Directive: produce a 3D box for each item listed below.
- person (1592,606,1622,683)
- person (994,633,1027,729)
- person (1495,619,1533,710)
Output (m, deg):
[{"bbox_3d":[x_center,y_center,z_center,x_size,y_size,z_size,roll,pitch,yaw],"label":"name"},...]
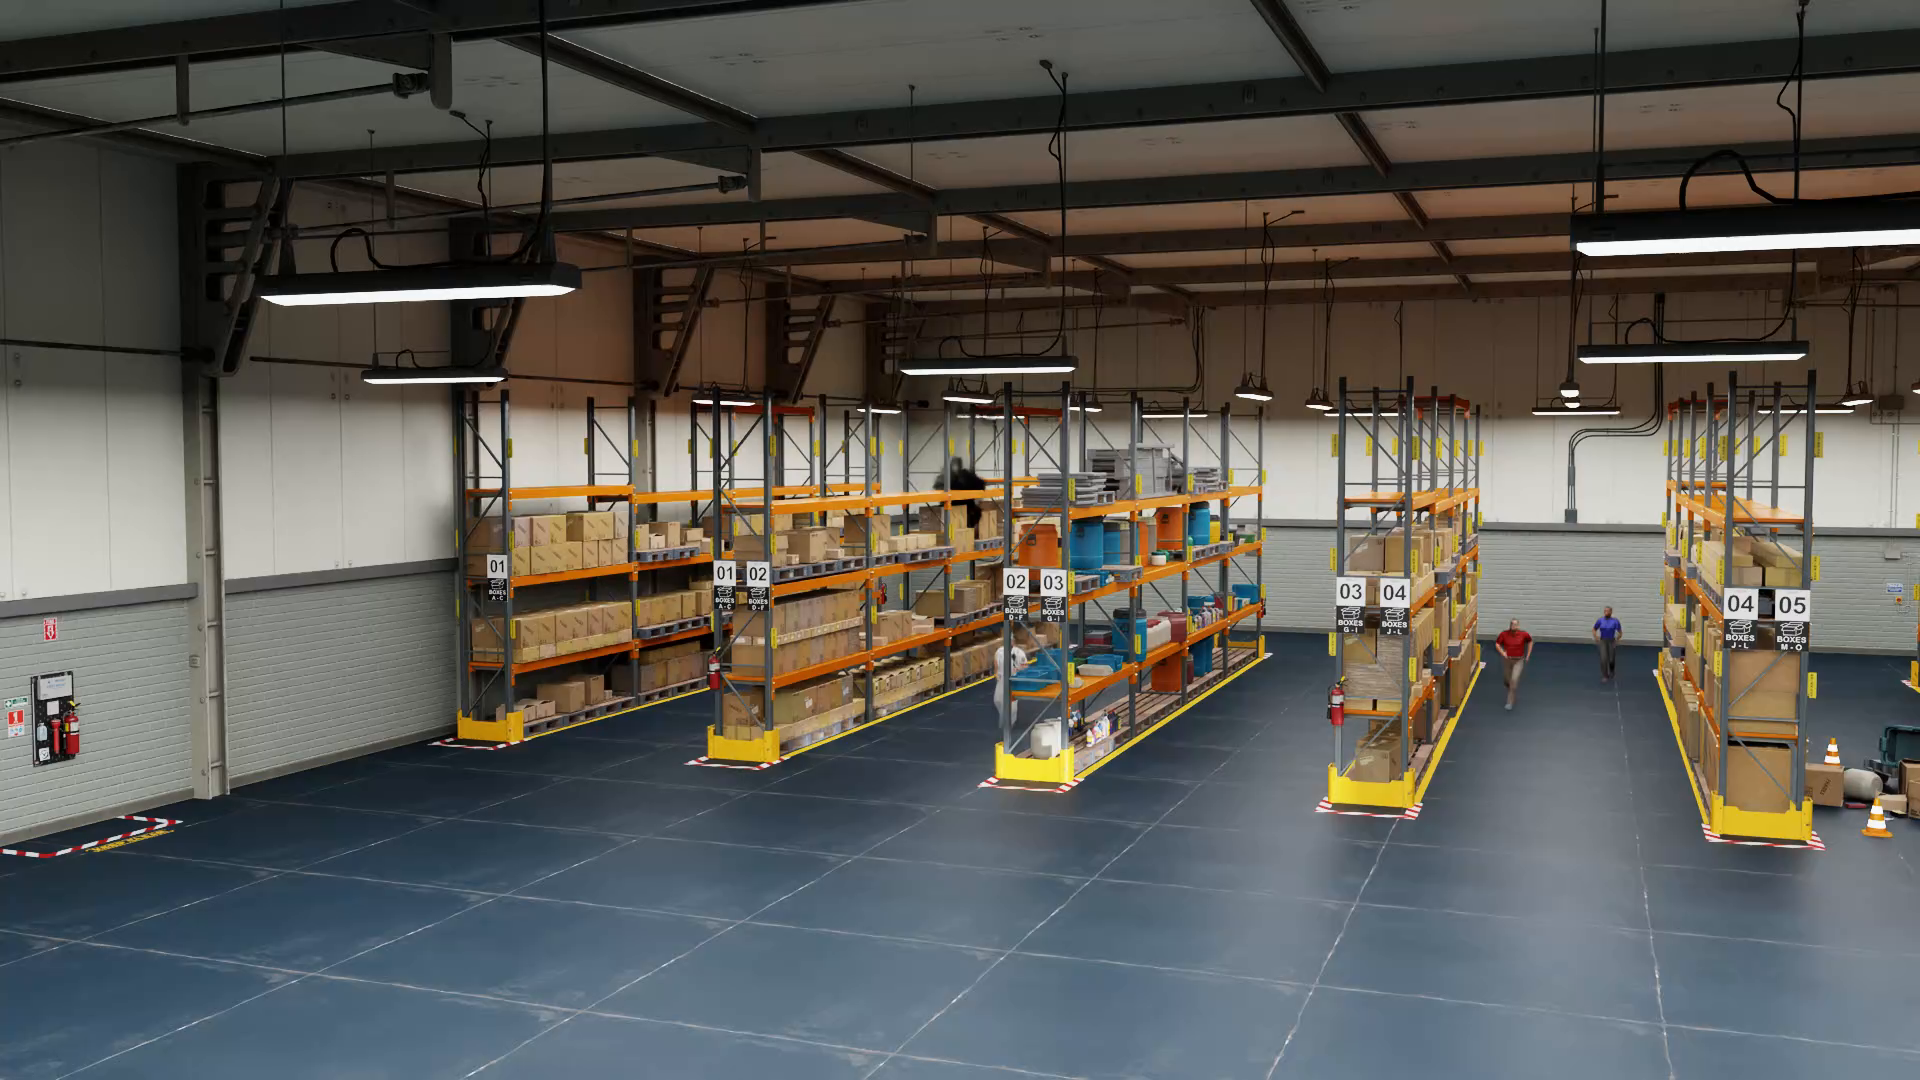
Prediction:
[{"bbox_3d":[13.890,2.233,35.715,0.600,1.626,0.536,1,3,24],"label":"person"},{"bbox_3d":[0.868,2.499,29.466,0.655,1.748,0.697,1,3,17],"label":"person"},{"bbox_3d":[10.732,2.382,32.255,0.686,1.724,0.890,1,3,25],"label":"person"}]
